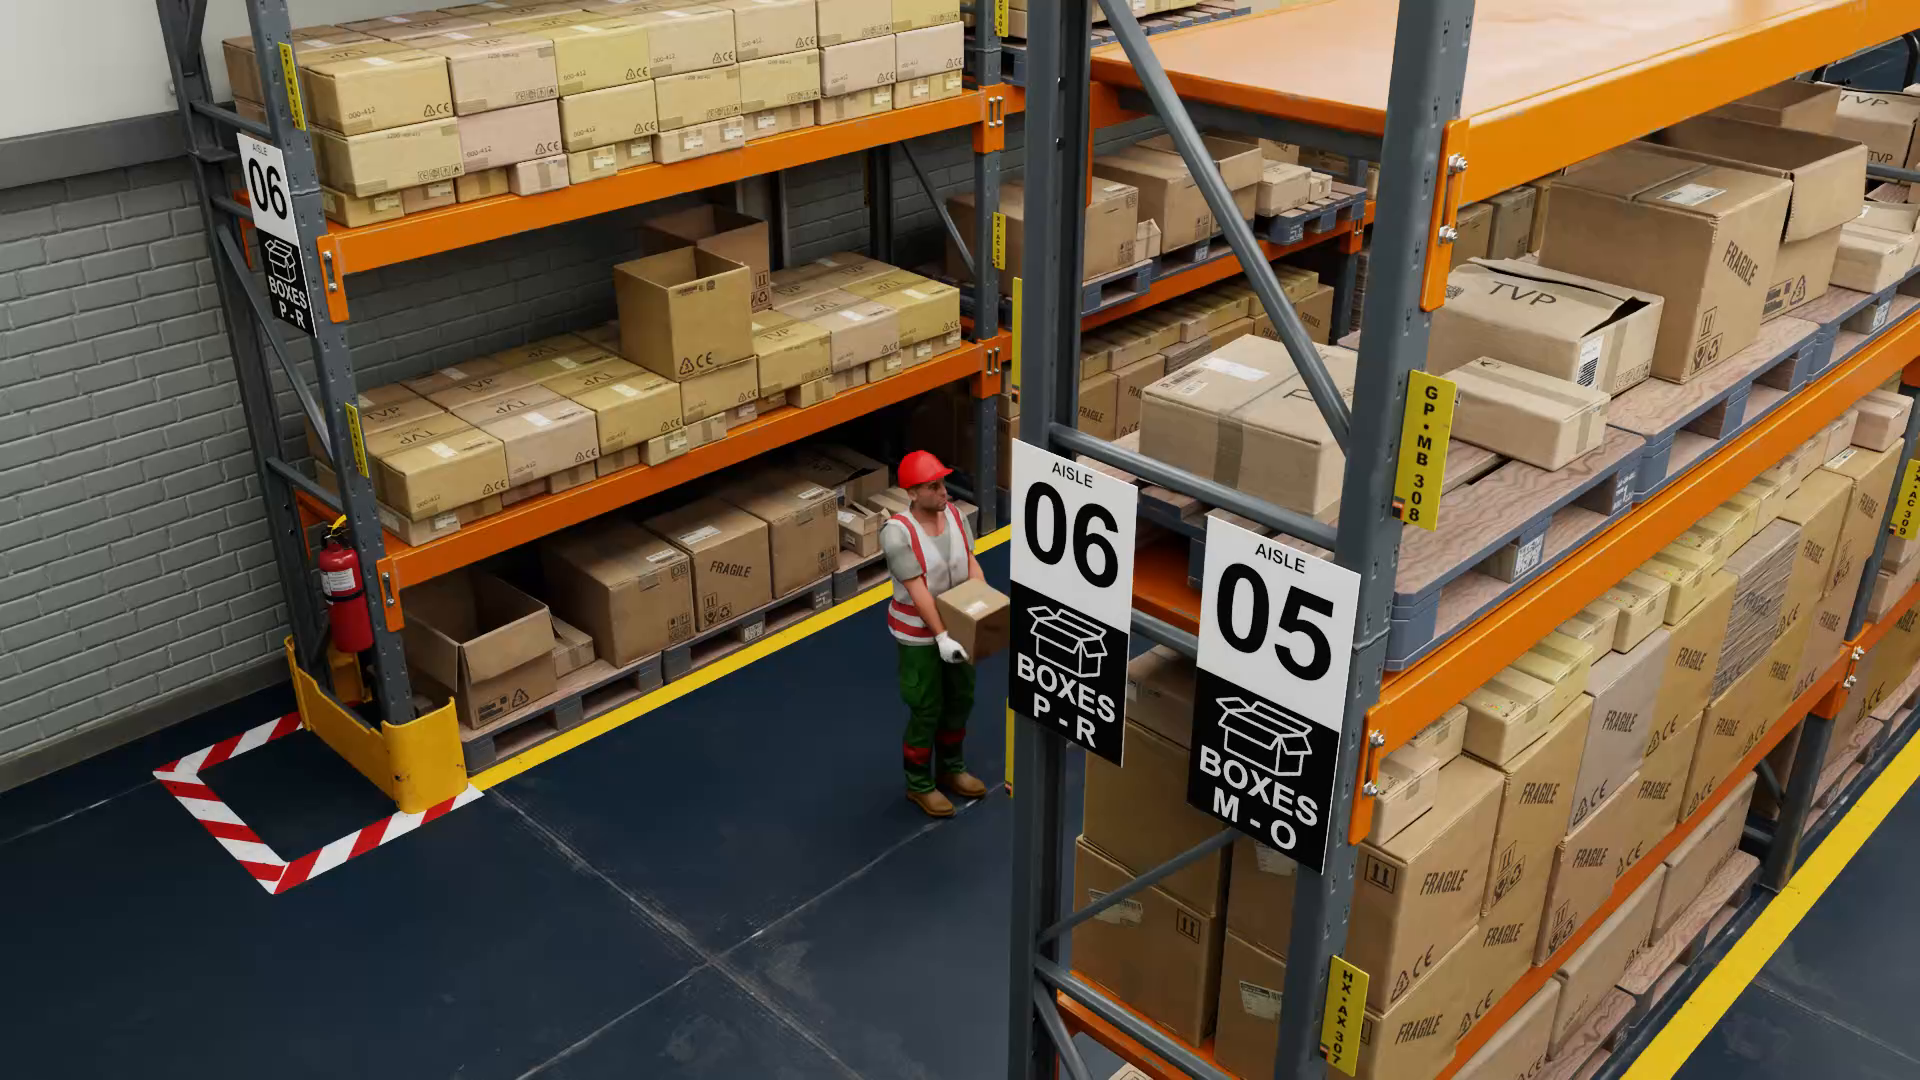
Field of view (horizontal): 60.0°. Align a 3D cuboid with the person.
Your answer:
[{"bbox_3d":[-0.059,0.455,7.728,0.564,1.782,0.494,24,36,38],"label":"person"}]
